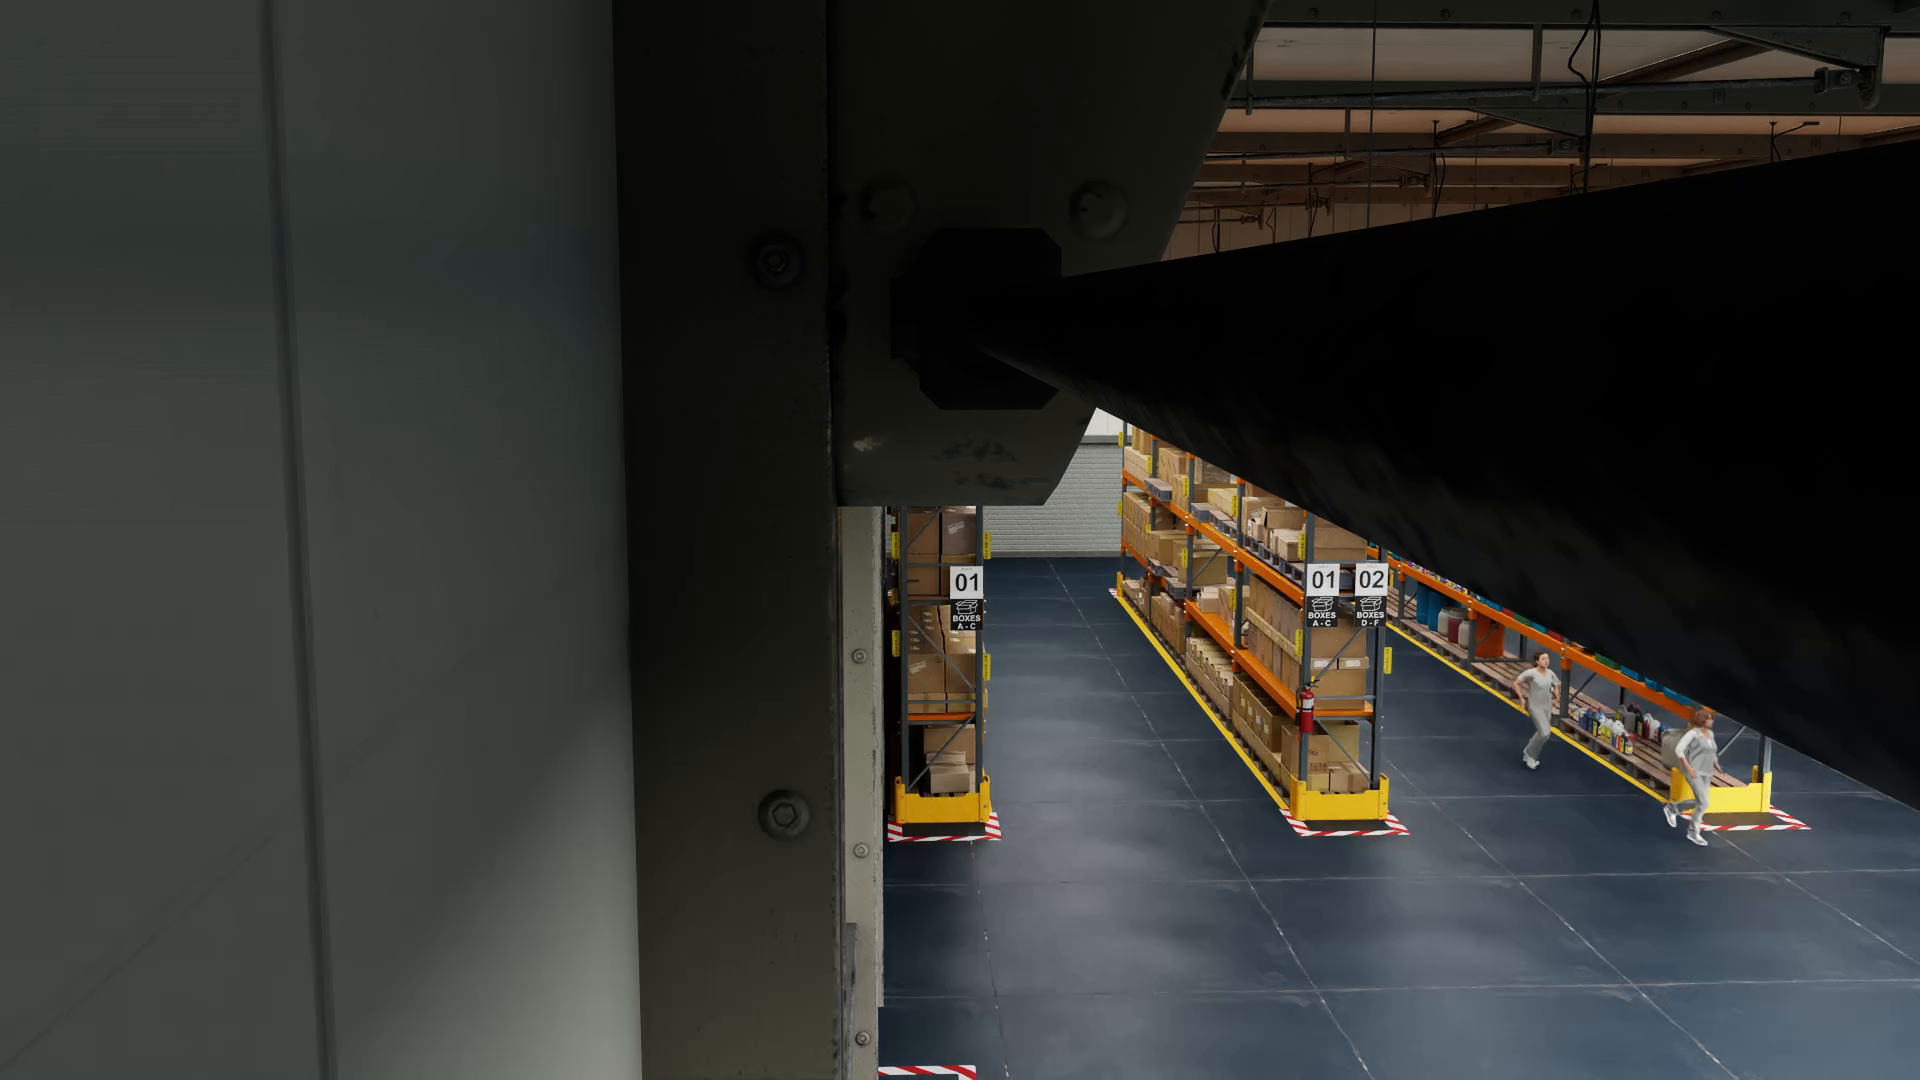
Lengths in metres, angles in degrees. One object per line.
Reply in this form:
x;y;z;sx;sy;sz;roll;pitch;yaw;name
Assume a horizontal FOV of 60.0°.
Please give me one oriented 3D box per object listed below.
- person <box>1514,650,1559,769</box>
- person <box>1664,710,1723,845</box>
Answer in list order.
7.926;2.319;22.725;0.541;1.642;0.660;-3;8;-19;person
8.763;2.797;19.861;0.586;1.569;0.621;-5;10;-32;person
